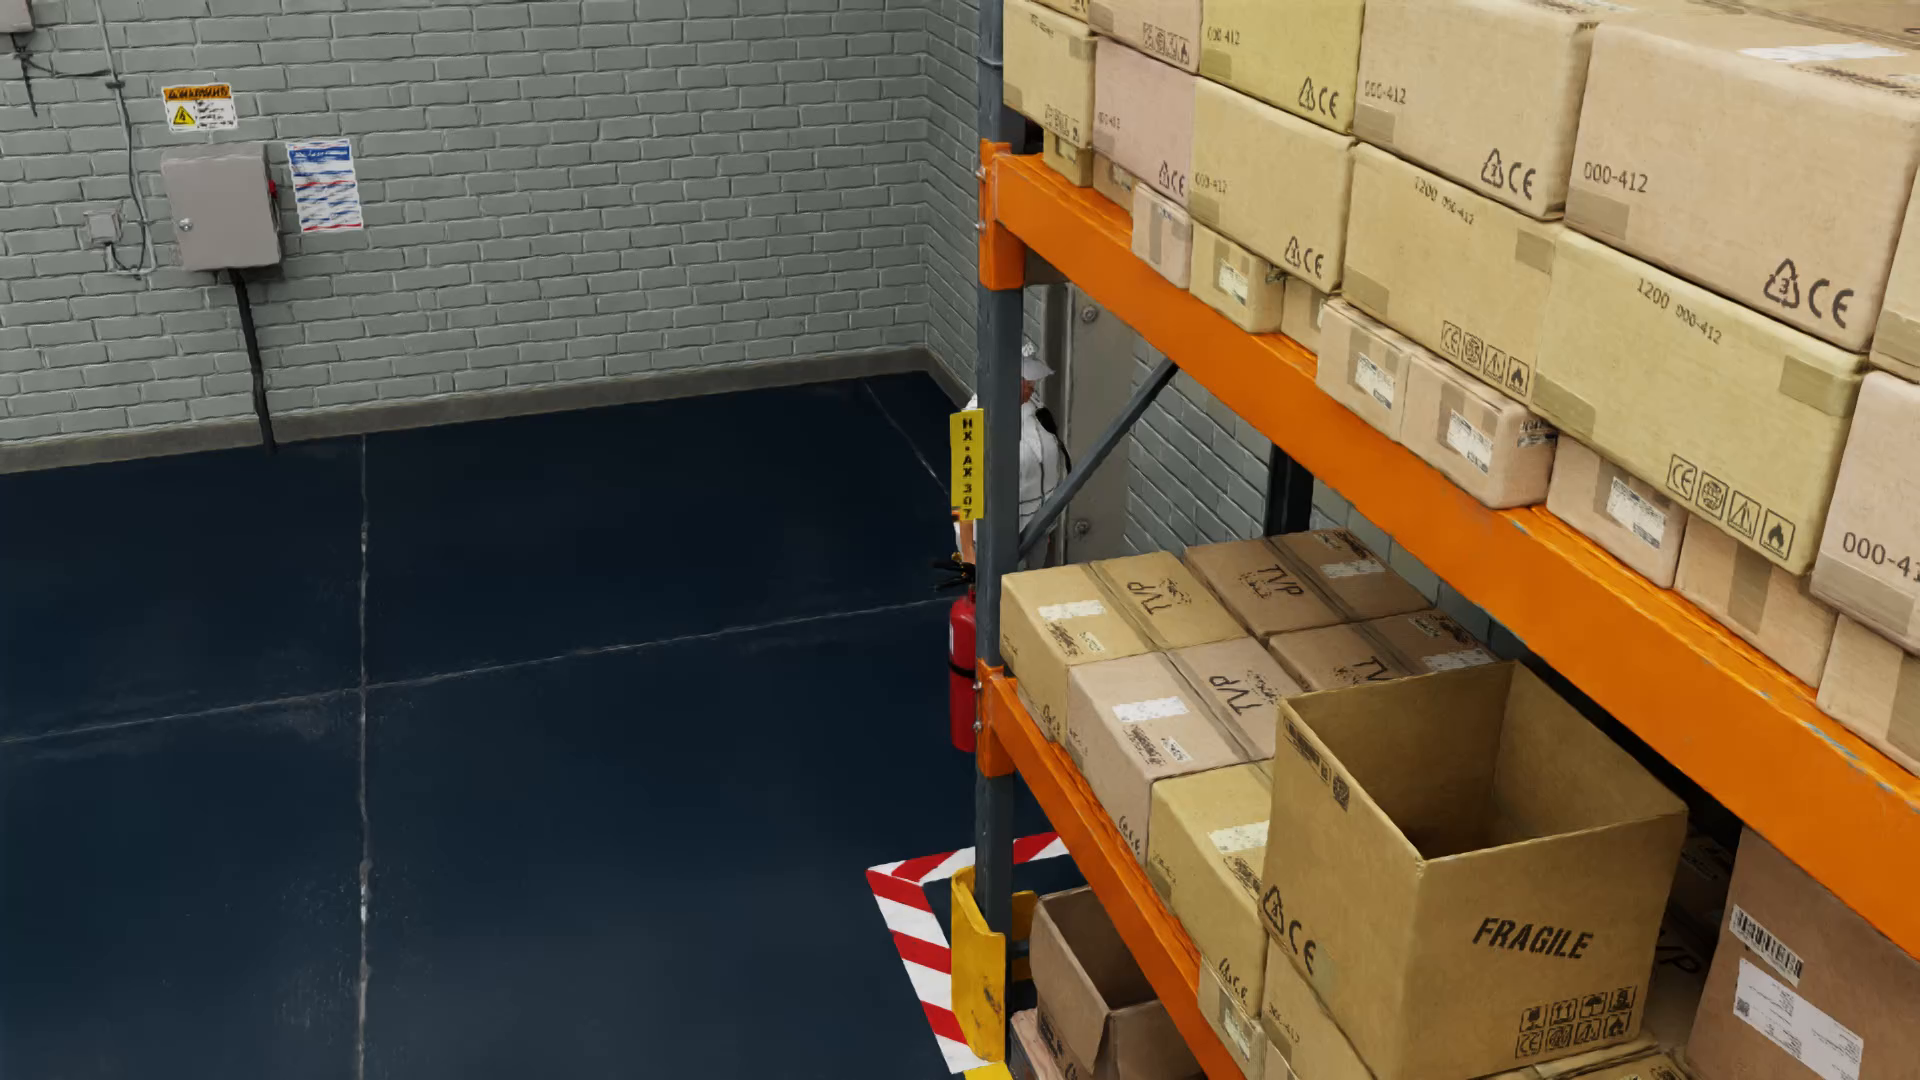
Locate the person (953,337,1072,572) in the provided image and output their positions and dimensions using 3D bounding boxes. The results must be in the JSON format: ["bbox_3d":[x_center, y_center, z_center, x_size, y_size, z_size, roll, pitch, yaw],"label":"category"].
[{"bbox_3d":[0.269,0.004,6.584,0.600,1.656,0.493,20,33,35],"label":"person"}]
